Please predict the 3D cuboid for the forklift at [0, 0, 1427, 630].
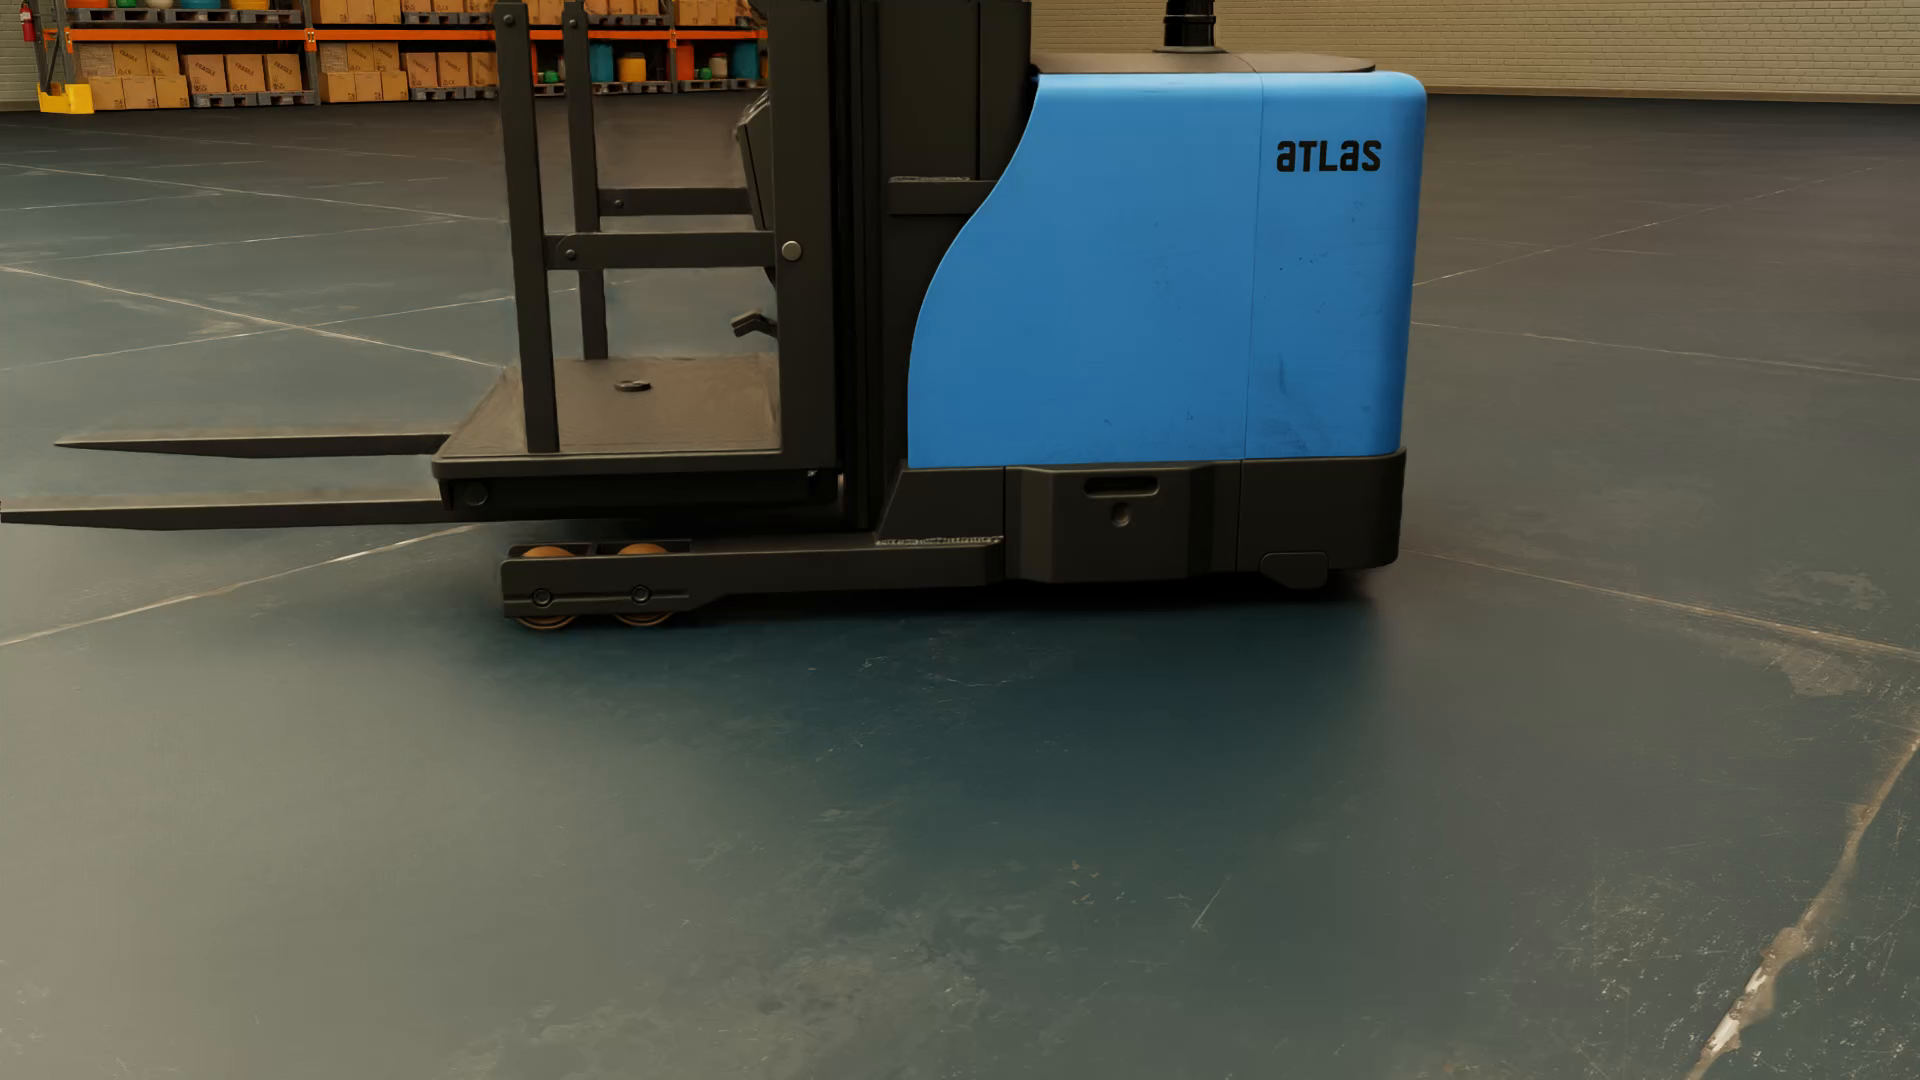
[{"bbox_3d":[-0.608,-1.382,3.450,3.031,2.935,1.130,-2,17,-6],"label":"forklift"}]
